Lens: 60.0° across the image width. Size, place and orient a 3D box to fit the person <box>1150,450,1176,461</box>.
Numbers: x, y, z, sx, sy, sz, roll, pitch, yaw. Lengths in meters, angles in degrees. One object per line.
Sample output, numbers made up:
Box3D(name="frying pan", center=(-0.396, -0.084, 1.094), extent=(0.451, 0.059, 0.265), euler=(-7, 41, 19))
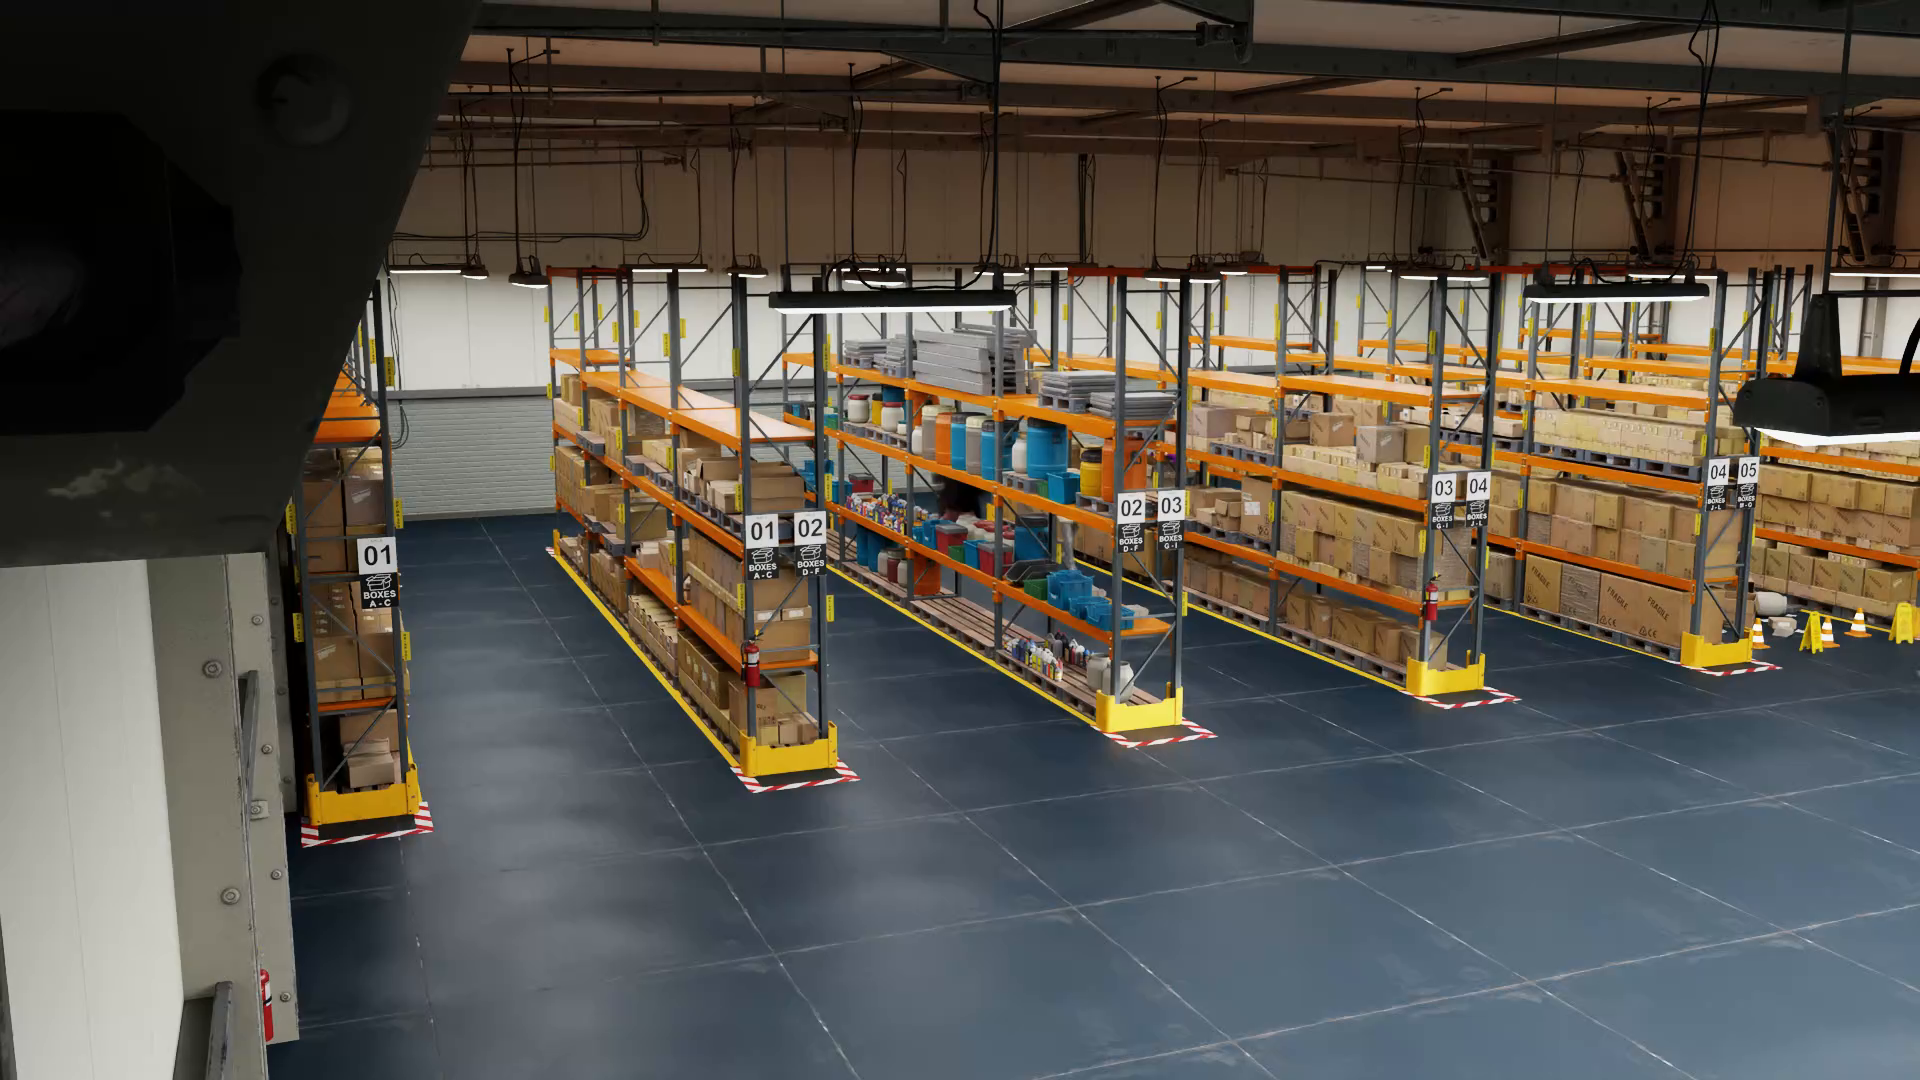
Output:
Box3D(name="person", center=(4.869, -1.614, 40.793), extent=(0.761, 1.737, 0.971), euler=(9, 13, 41))

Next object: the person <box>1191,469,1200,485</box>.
Box3D(name="person", center=(6.074, -1.632, 41.535), extent=(0.729, 1.608, 0.632), euler=(0, 10, 0))

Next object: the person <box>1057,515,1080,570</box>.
Box3D(name="person", center=(2.109, -0.338, 31.639), extent=(0.650, 1.798, 0.873), euler=(-4, 11, -23))
